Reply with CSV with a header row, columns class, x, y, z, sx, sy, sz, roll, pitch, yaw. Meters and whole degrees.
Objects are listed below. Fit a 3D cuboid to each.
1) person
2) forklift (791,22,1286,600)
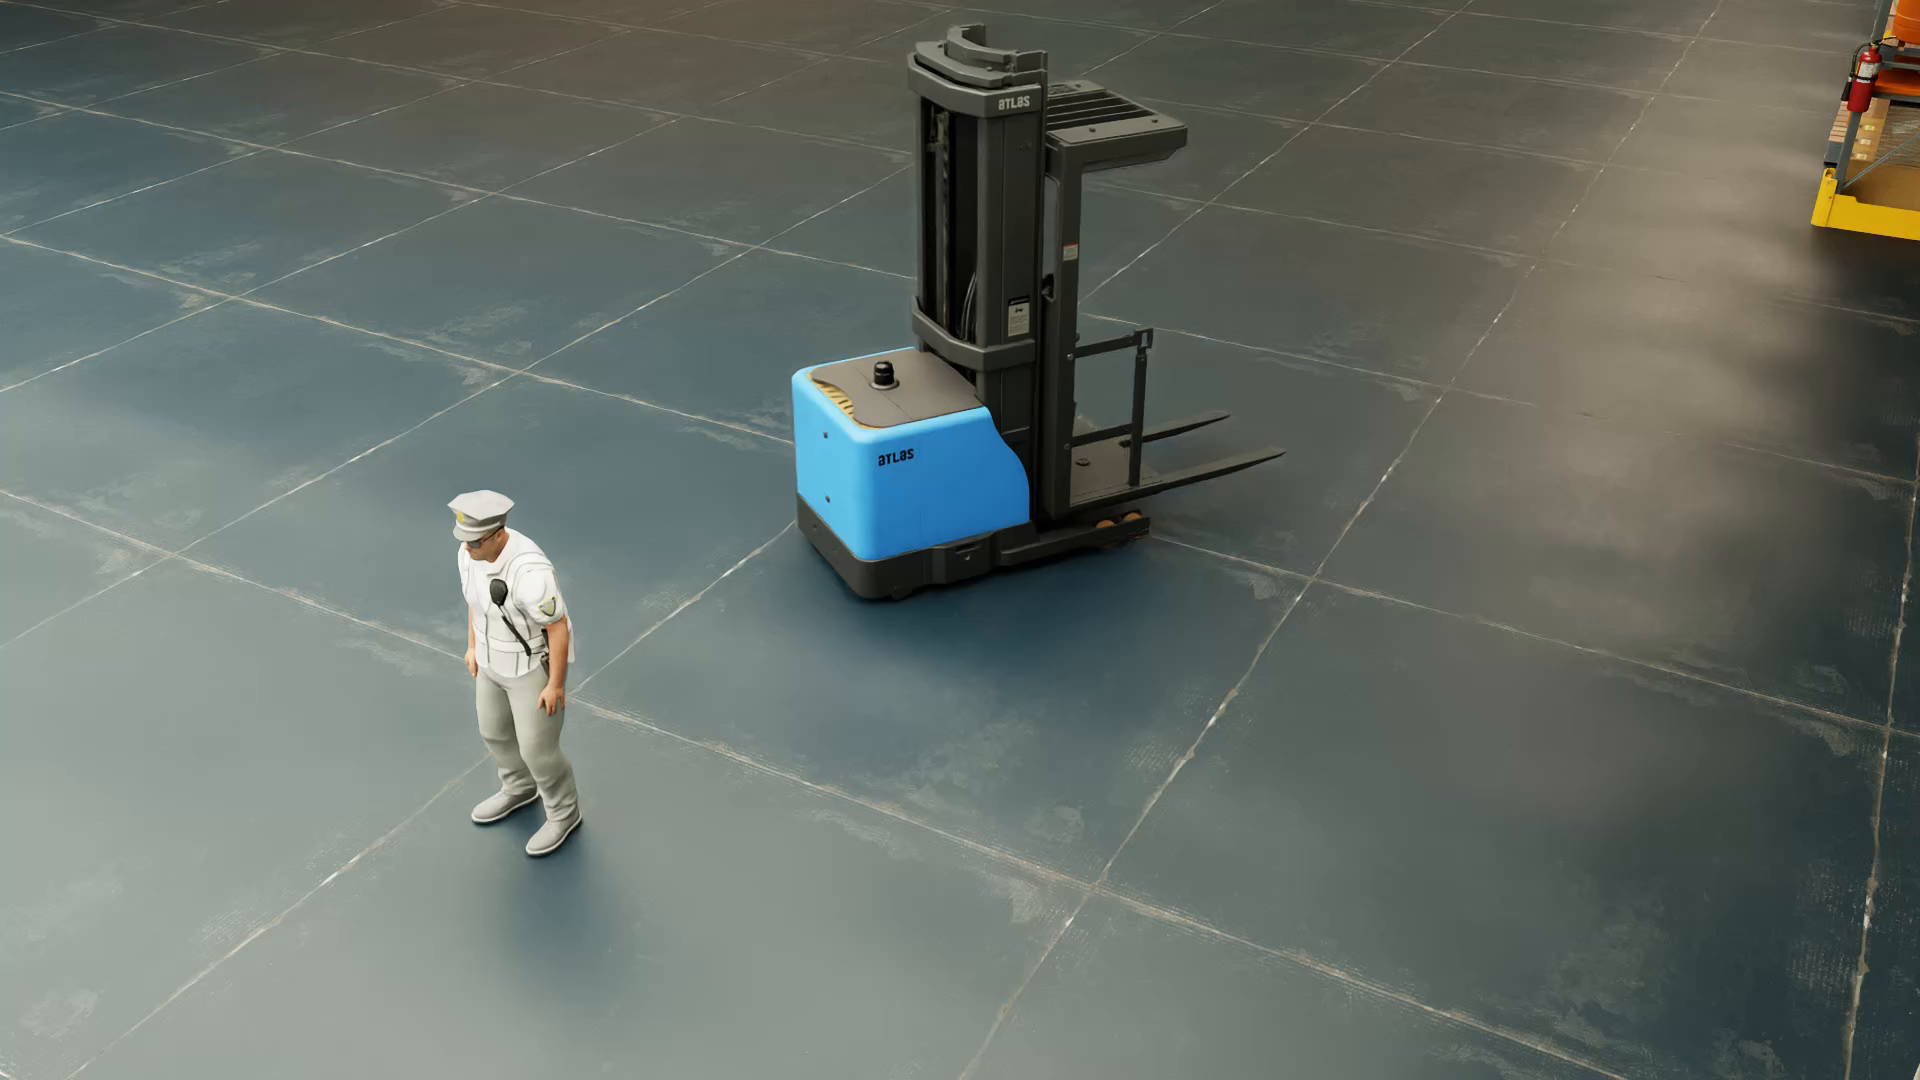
class,x,y,z,sx,sy,sz,roll,pitch,yaw
person,-1.937,0.544,7.311,0.585,1.747,0.440,20,36,31
forklift,0.568,-1.439,9.565,3.031,2.935,1.130,-14,33,-23
